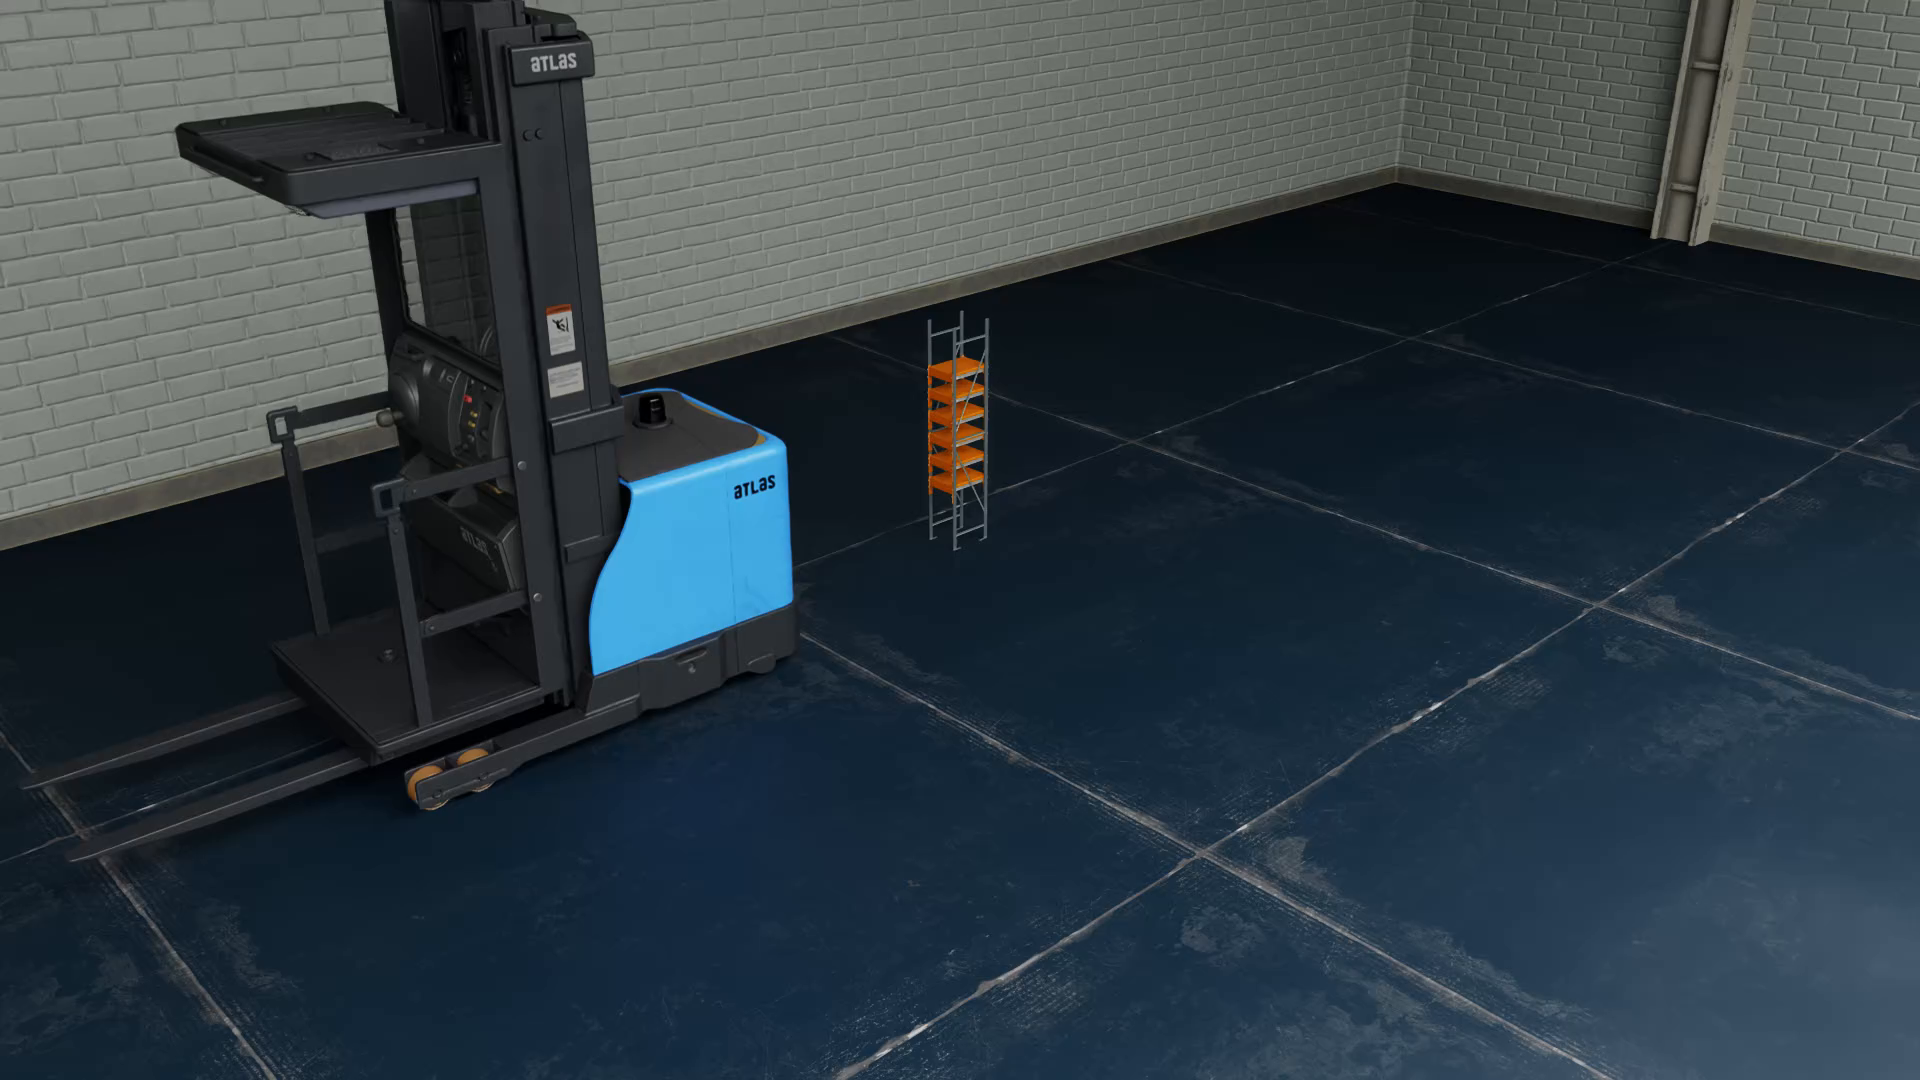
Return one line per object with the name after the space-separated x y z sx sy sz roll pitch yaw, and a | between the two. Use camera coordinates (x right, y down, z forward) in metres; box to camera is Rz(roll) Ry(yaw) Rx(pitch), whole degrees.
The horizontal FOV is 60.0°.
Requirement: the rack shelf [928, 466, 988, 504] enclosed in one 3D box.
-0.010 -0.291 8.629 0.258 0.103 0.180 -21 32 -38 | rack shelf

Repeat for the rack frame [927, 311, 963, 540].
-0.072 -0.578 8.571 0.240 1.200 0.006 -21 32 -38 | rack frame

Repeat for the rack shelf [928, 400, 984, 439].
-0.010 -0.619 8.479 0.258 0.103 0.180 -21 32 -38 | rack shelf

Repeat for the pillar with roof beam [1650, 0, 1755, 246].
3.137 -5.501 9.967 9.100 9.000 0.400 -21 32 -38 | pillar with roof beam

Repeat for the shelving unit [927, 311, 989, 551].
-0.010 -0.550 8.511 0.258 1.200 0.189 -21 32 -38 | shelving unit

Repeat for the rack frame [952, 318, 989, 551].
0.053 -0.523 8.450 0.240 1.200 0.006 -21 32 -38 | rack frame

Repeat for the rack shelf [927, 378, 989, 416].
-0.010 -0.728 8.429 0.258 0.103 0.180 -21 32 -38 | rack shelf

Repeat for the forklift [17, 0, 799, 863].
-2.170 -0.531 6.384 3.031 2.935 1.130 -20 31 -37 | forklift

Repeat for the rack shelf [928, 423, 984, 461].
-0.010 -0.510 8.529 0.258 0.103 0.180 -21 32 -38 | rack shelf

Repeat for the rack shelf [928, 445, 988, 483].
-0.010 -0.401 8.579 0.258 0.103 0.180 -21 32 -38 | rack shelf

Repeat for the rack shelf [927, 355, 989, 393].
-0.010 -0.837 8.380 0.258 0.103 0.180 -21 32 -38 | rack shelf
